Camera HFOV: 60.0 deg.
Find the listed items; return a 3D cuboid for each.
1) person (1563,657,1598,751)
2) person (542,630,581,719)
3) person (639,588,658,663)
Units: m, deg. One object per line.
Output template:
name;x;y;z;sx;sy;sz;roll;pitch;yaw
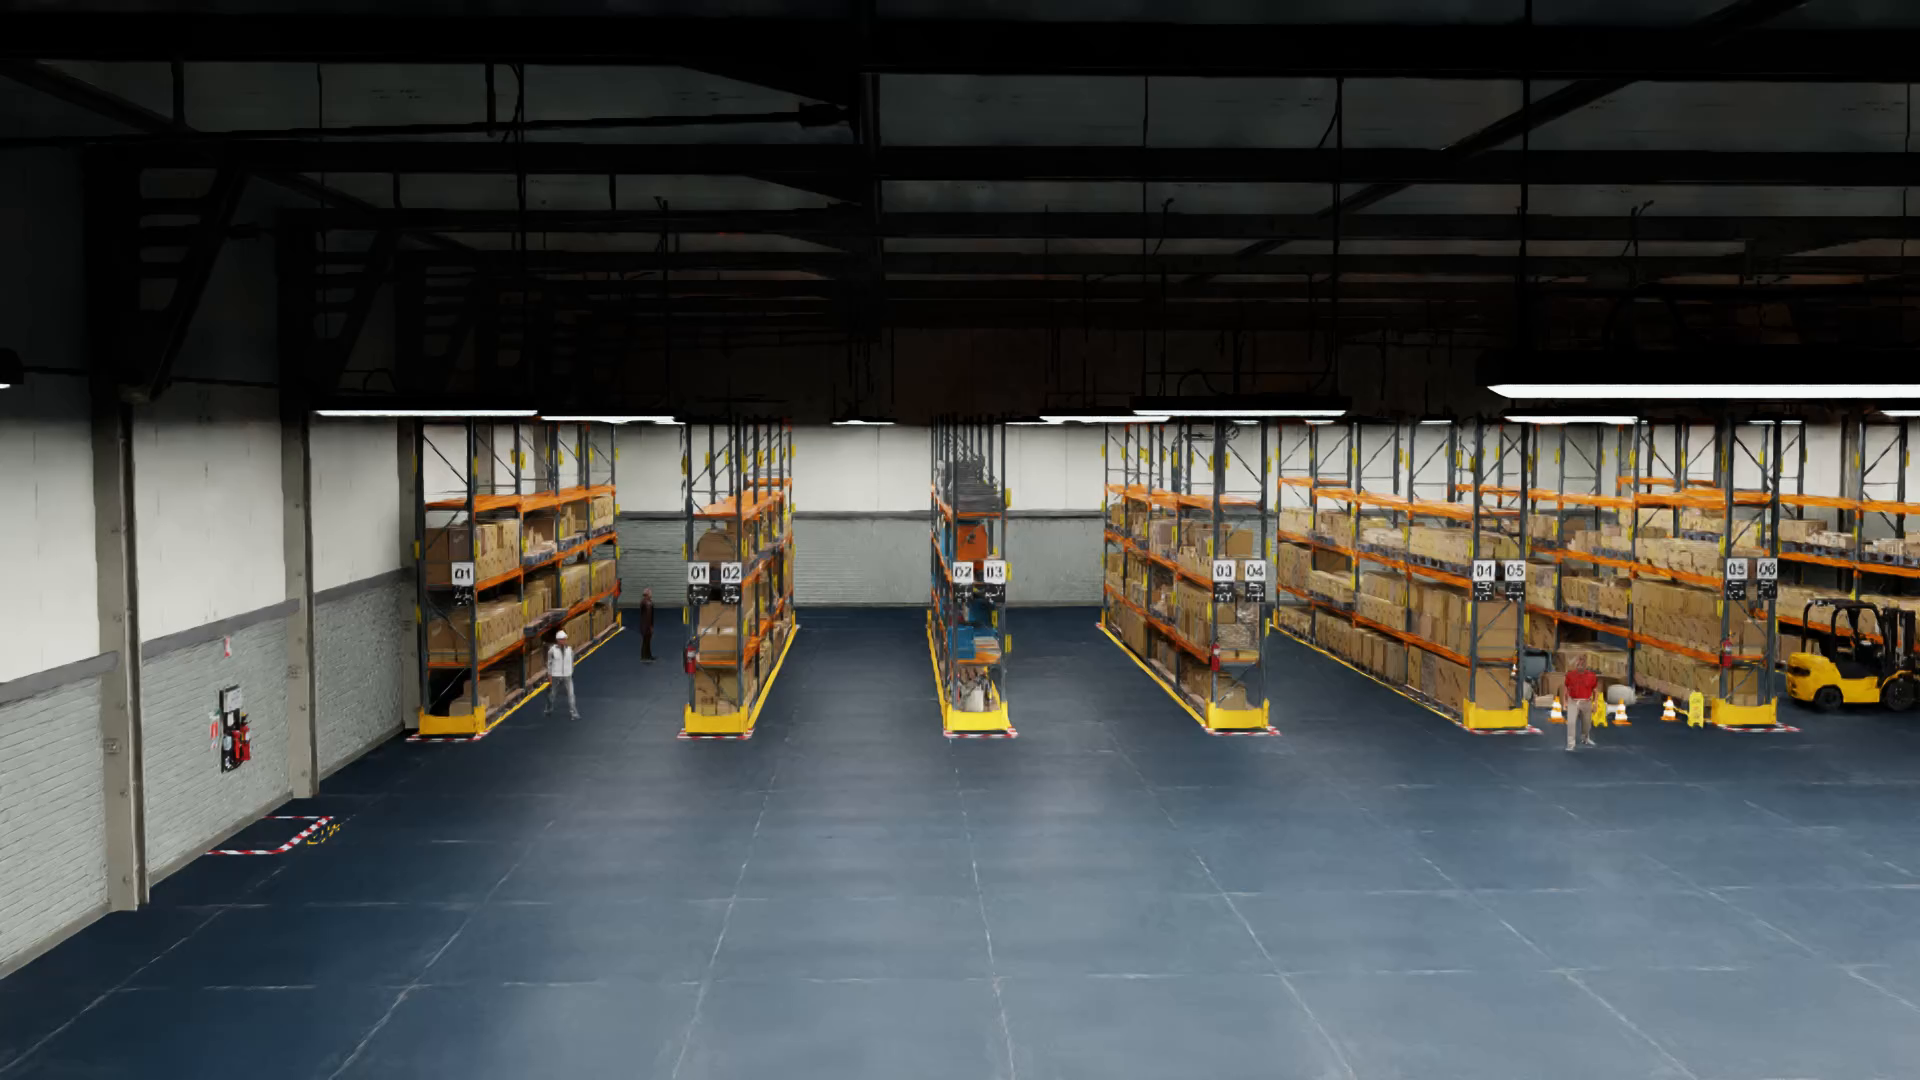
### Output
person;10.988;2.883;29.456;0.579;1.665;0.978;1;4;18
person;-7.842;2.635;32.579;0.588;1.747;0.931;-2;4;-28
person;-7.546;2.066;40.383;0.522;1.790;0.654;-2;4;-27
